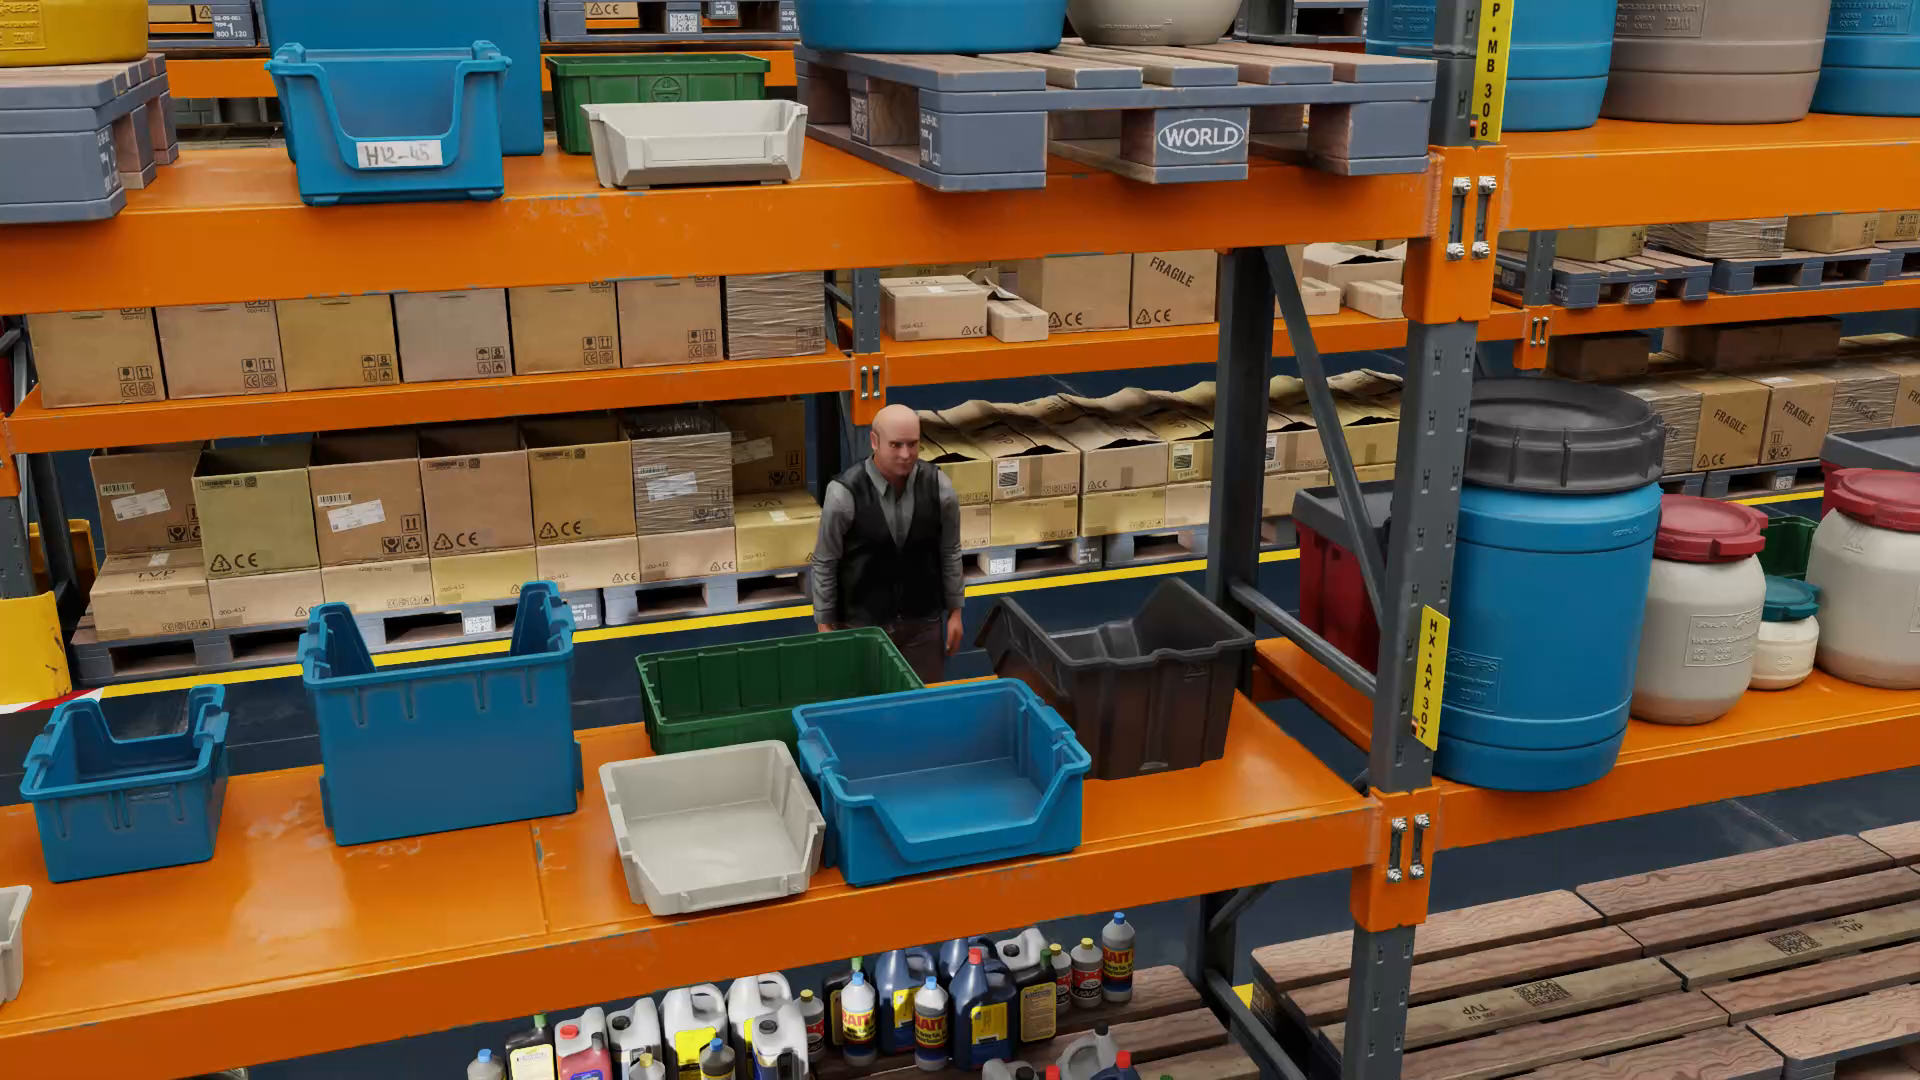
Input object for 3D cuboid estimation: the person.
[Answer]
[{"bbox_3d":[-0.265,0.316,6.190,0.581,1.721,0.413,-6,20,-18],"label":"person"}]
